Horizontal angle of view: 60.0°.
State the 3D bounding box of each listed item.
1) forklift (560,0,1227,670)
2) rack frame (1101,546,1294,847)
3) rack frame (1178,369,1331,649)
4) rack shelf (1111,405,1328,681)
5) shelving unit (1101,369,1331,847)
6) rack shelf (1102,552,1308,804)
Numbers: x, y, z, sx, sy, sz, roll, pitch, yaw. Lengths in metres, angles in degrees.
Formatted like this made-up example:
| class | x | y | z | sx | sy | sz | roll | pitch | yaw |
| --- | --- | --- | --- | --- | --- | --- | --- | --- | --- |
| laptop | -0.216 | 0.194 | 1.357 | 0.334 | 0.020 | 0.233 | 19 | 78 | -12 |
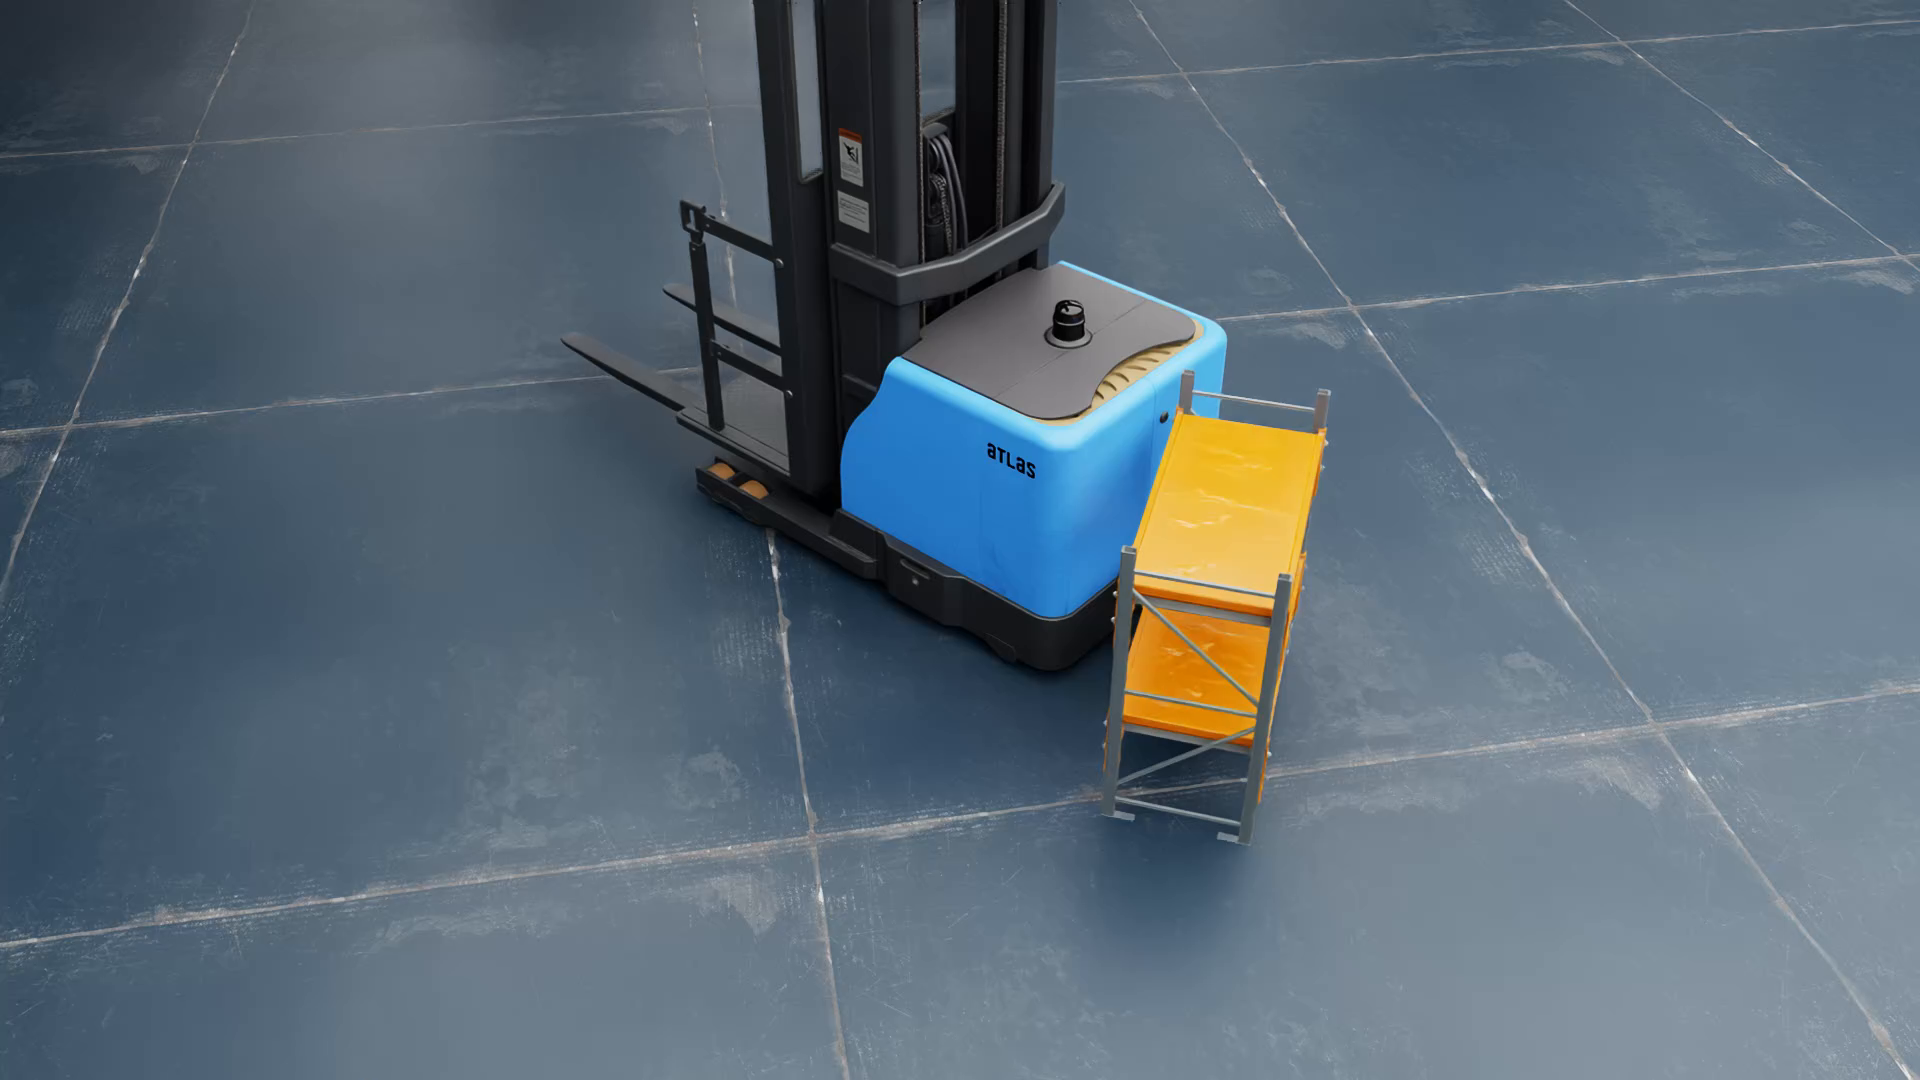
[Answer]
| class | x | y | z | sx | sy | sz | roll | pitch | yaw |
| --- | --- | --- | --- | --- | --- | --- | --- | --- | --- |
| forklift | -0.462 | -1.452 | 6.230 | 3.031 | 2.935 | 1.130 | 28 | 46 | 31 |
| rack frame | 0.716 | 0.511 | 5.175 | 0.500 | 1.125 | 0.032 | 10 | 39 | 13 |
| rack frame | 0.996 | -0.088 | 5.947 | 0.500 | 1.125 | 0.032 | 10 | 39 | 13 |
| rack shelf | 0.856 | -0.020 | 5.381 | 0.538 | 0.278 | 1.000 | 10 | 39 | 13 |
| shelving unit | 0.856 | 0.211 | 5.561 | 0.538 | 1.125 | 1.048 | 10 | 39 | 13 |
| rack shelf | 0.856 | 0.405 | 5.711 | 0.538 | 0.278 | 1.000 | 10 | 39 | 13 |
